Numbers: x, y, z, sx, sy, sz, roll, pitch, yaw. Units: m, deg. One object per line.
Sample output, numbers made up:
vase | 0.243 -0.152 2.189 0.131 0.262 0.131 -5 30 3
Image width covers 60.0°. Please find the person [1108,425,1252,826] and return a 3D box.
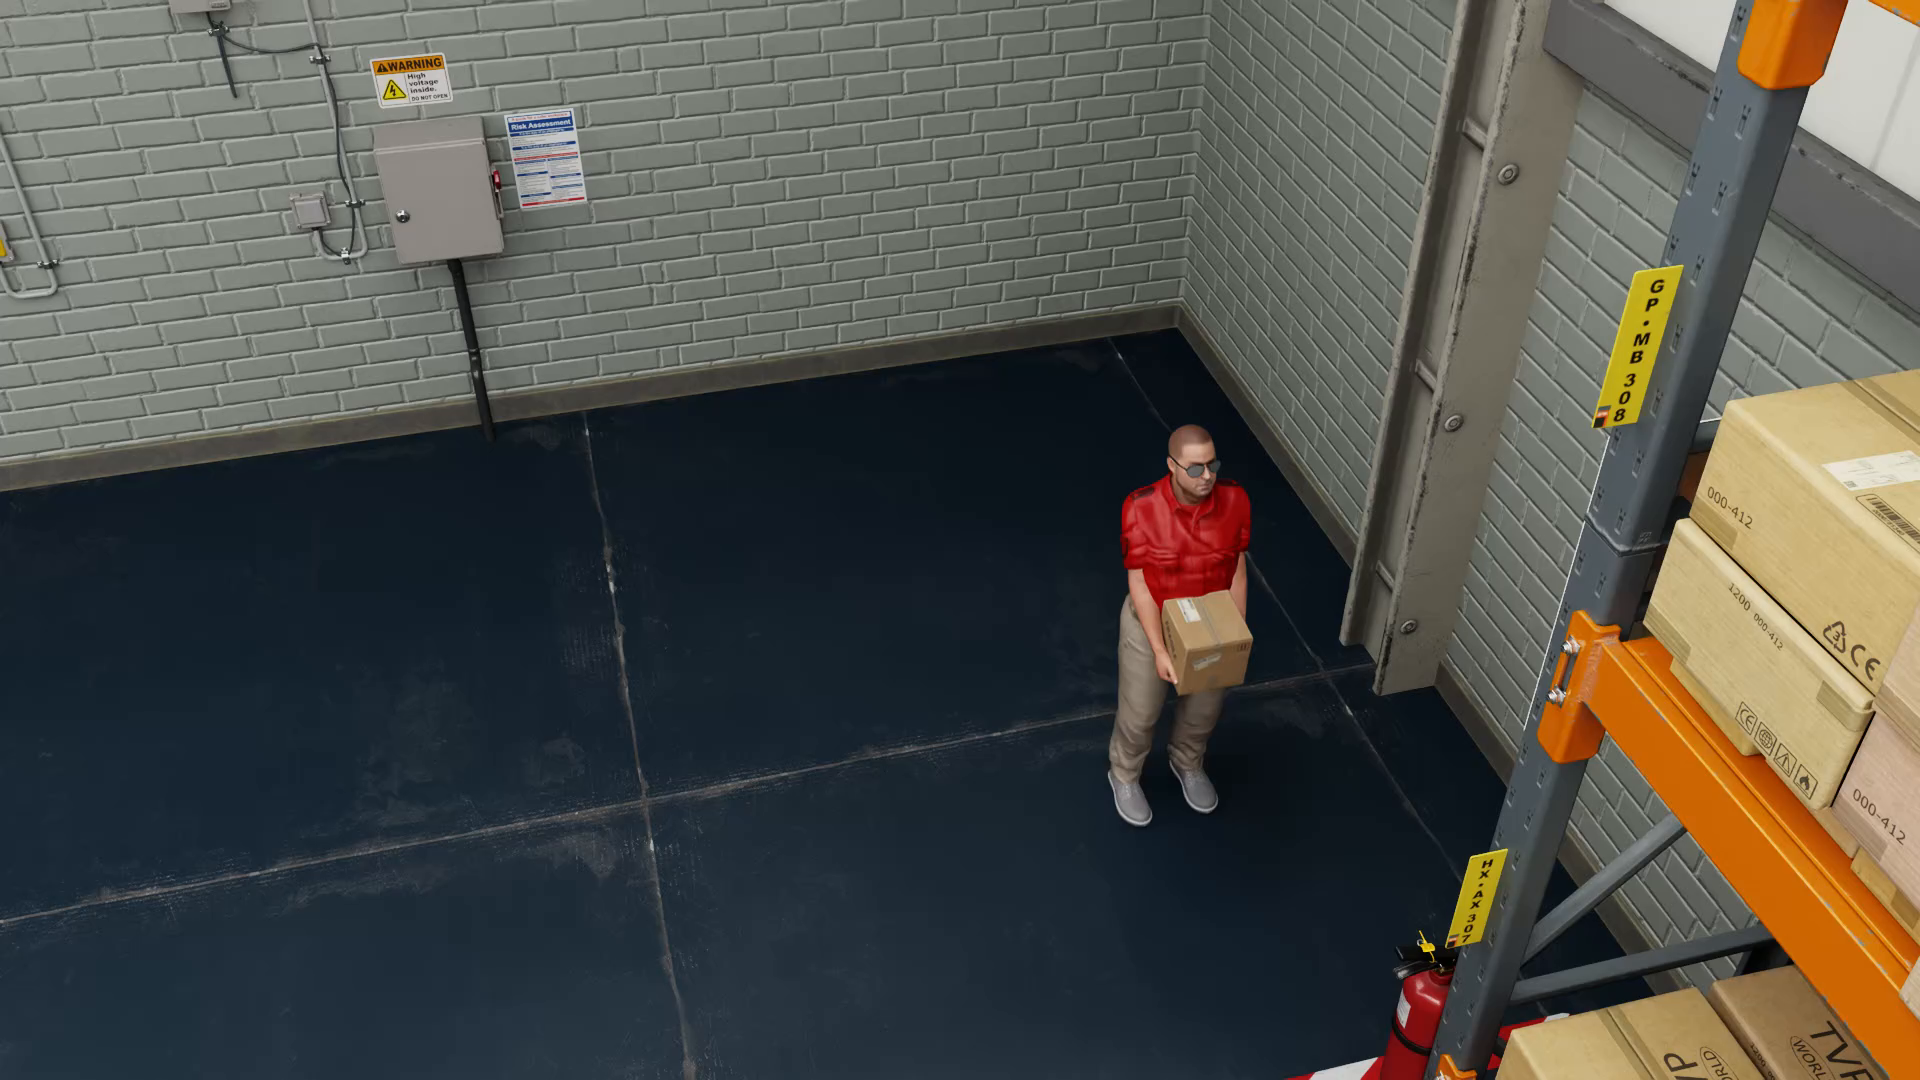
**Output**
person | 0.854 0.388 6.240 0.494 1.713 0.538 -9 39 -11
